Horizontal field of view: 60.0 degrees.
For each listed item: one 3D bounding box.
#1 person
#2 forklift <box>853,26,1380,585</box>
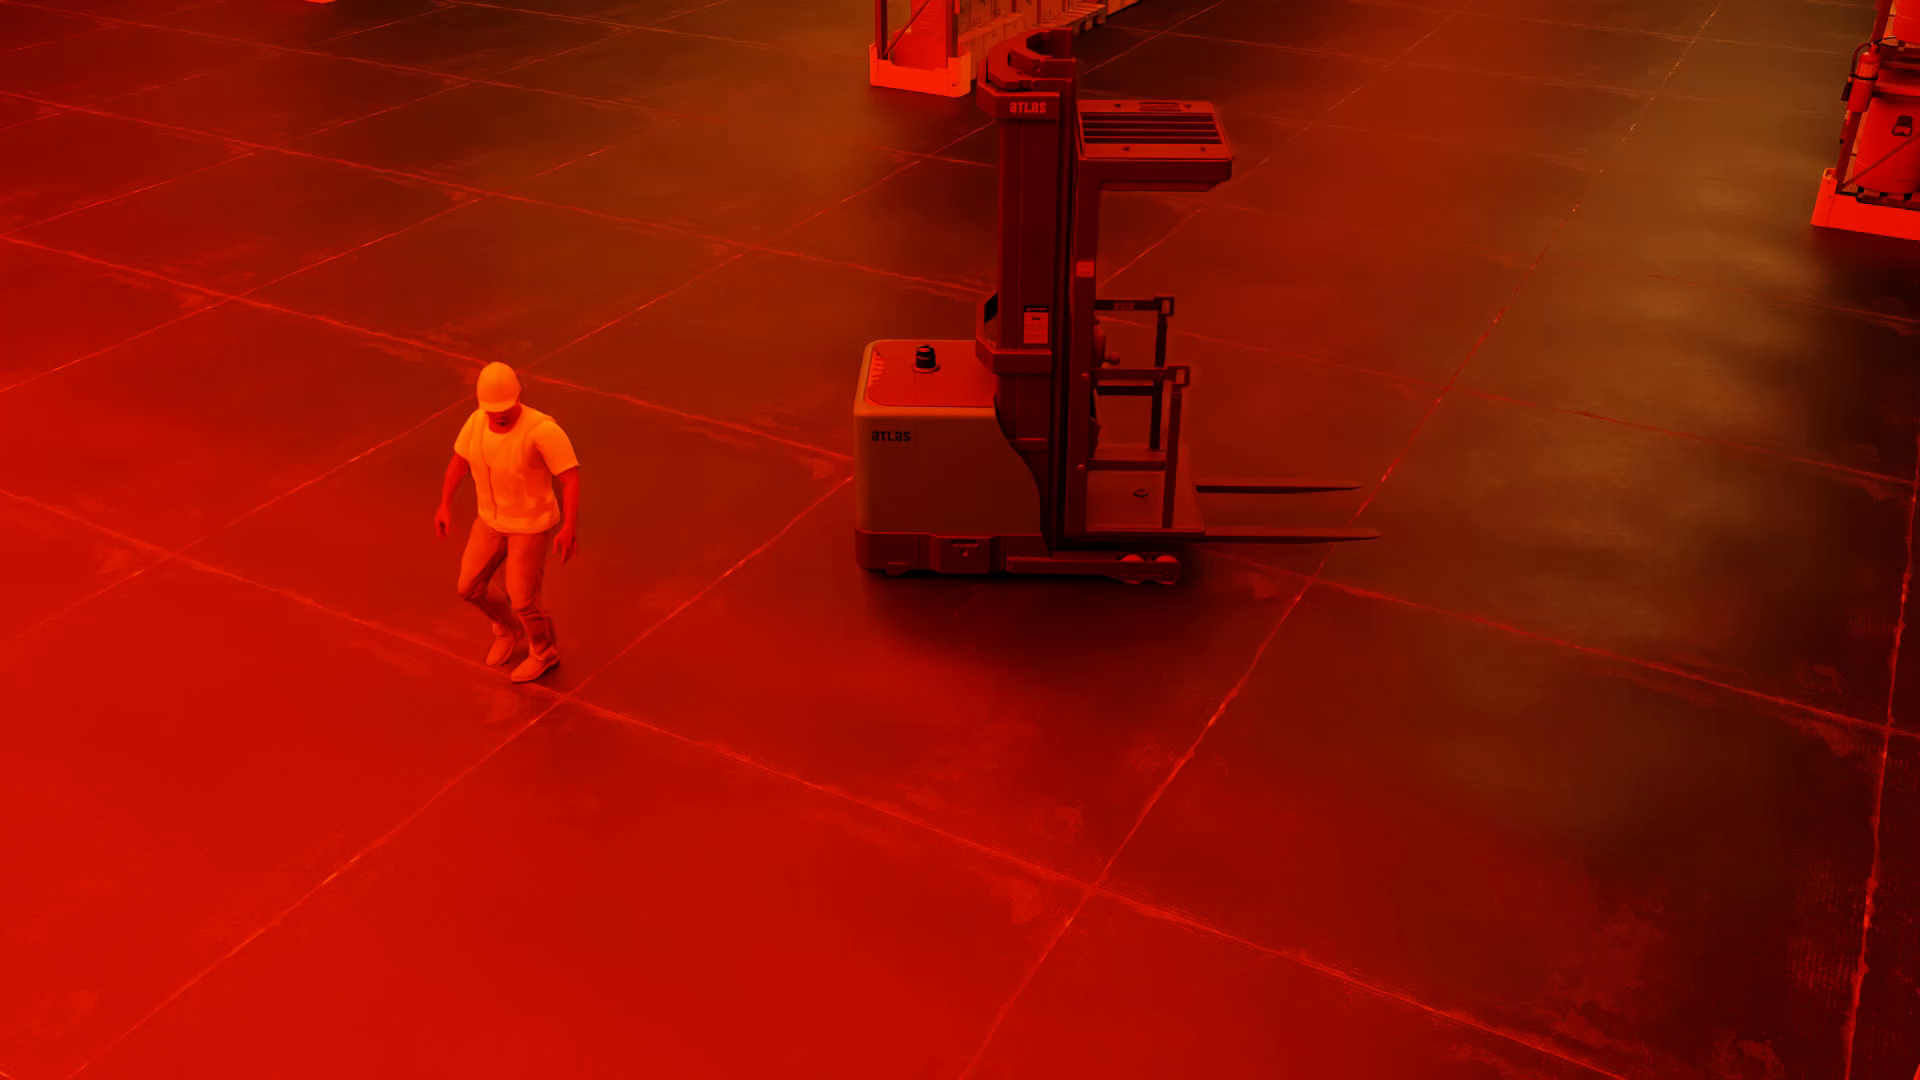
[{"bbox_3d":[-2.236,-0.058,8.387,0.858,1.761,0.499,17,34,27],"label":"person"},{"bbox_3d":[0.920,-1.283,9.294,3.031,2.935,1.130,1,30,1],"label":"forklift"}]
